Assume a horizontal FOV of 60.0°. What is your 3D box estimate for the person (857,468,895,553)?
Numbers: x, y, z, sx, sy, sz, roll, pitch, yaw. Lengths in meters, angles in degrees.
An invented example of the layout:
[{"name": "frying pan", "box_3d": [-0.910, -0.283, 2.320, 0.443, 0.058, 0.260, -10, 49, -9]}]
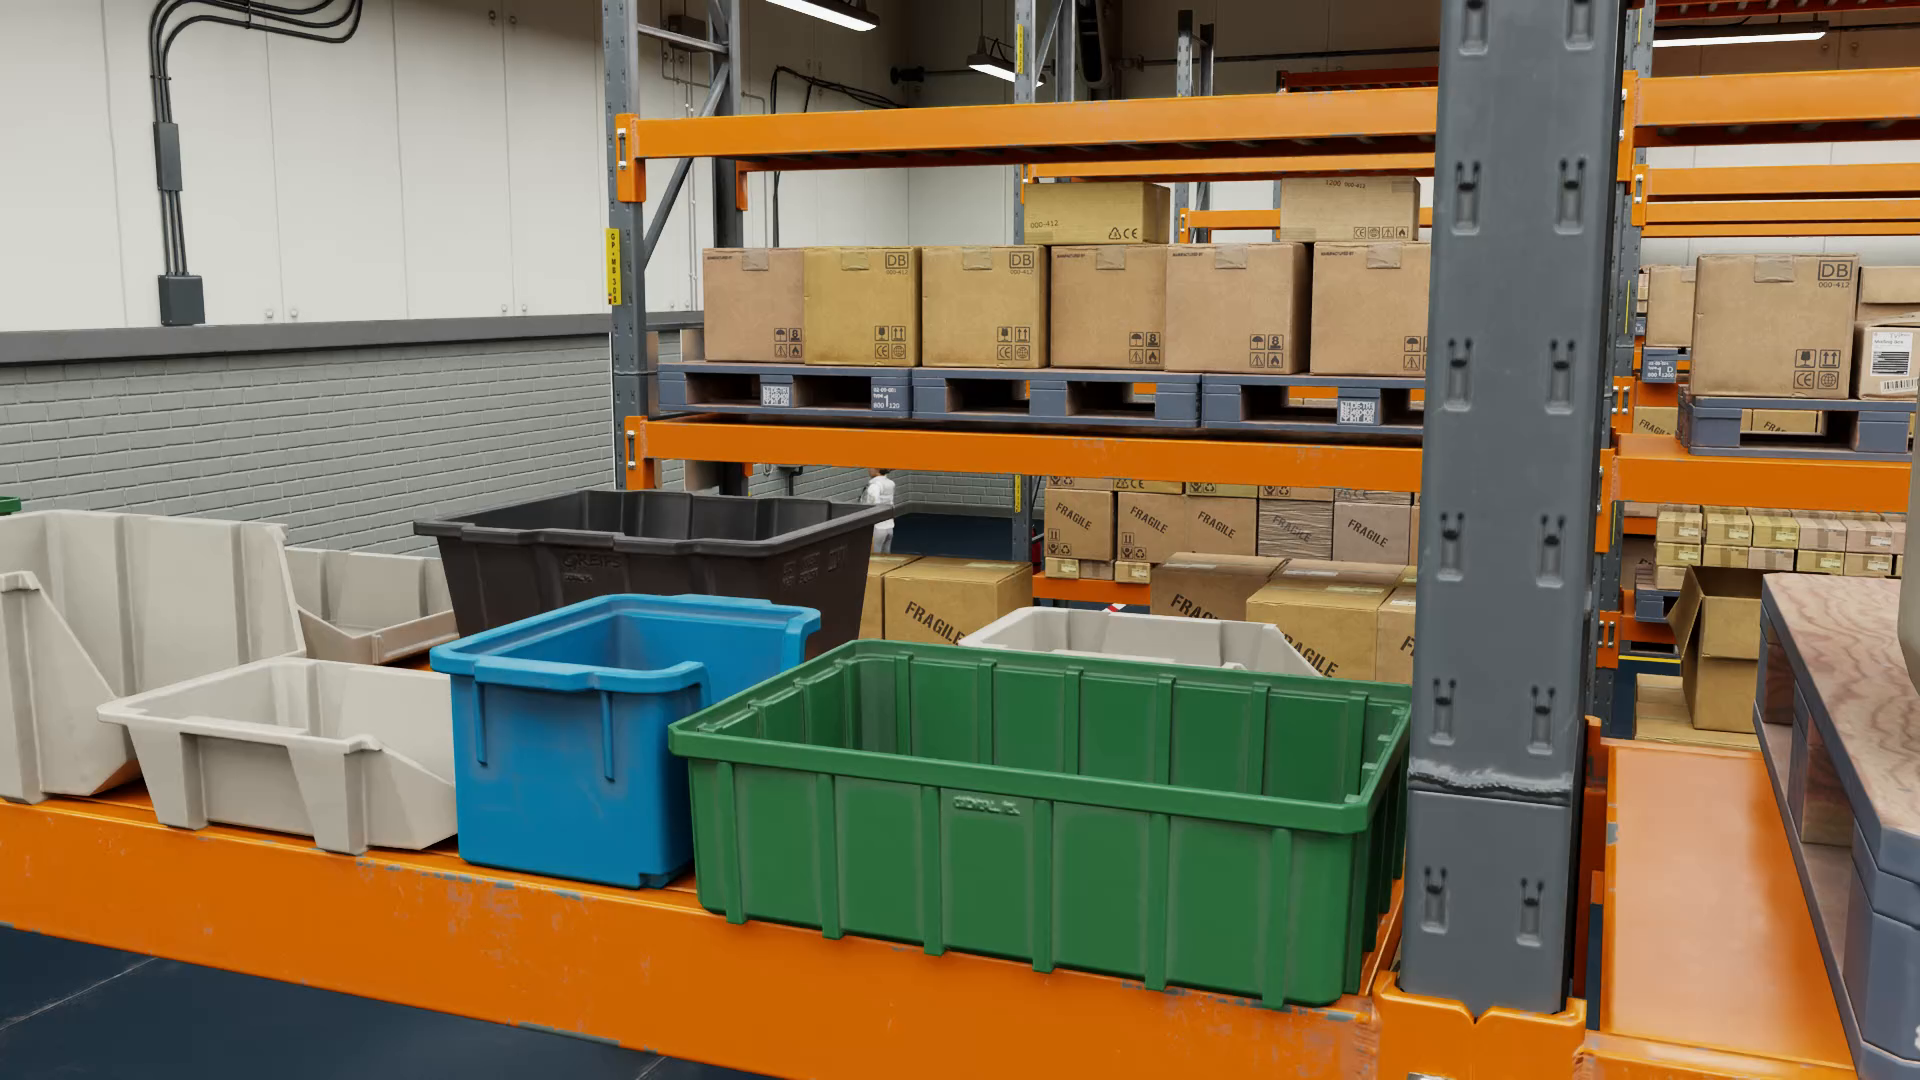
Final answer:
[{"name": "person", "box_3d": [-0.866, -0.062, 17.280, 0.337, 1.692, 0.466, 4, 10, 22]}]
